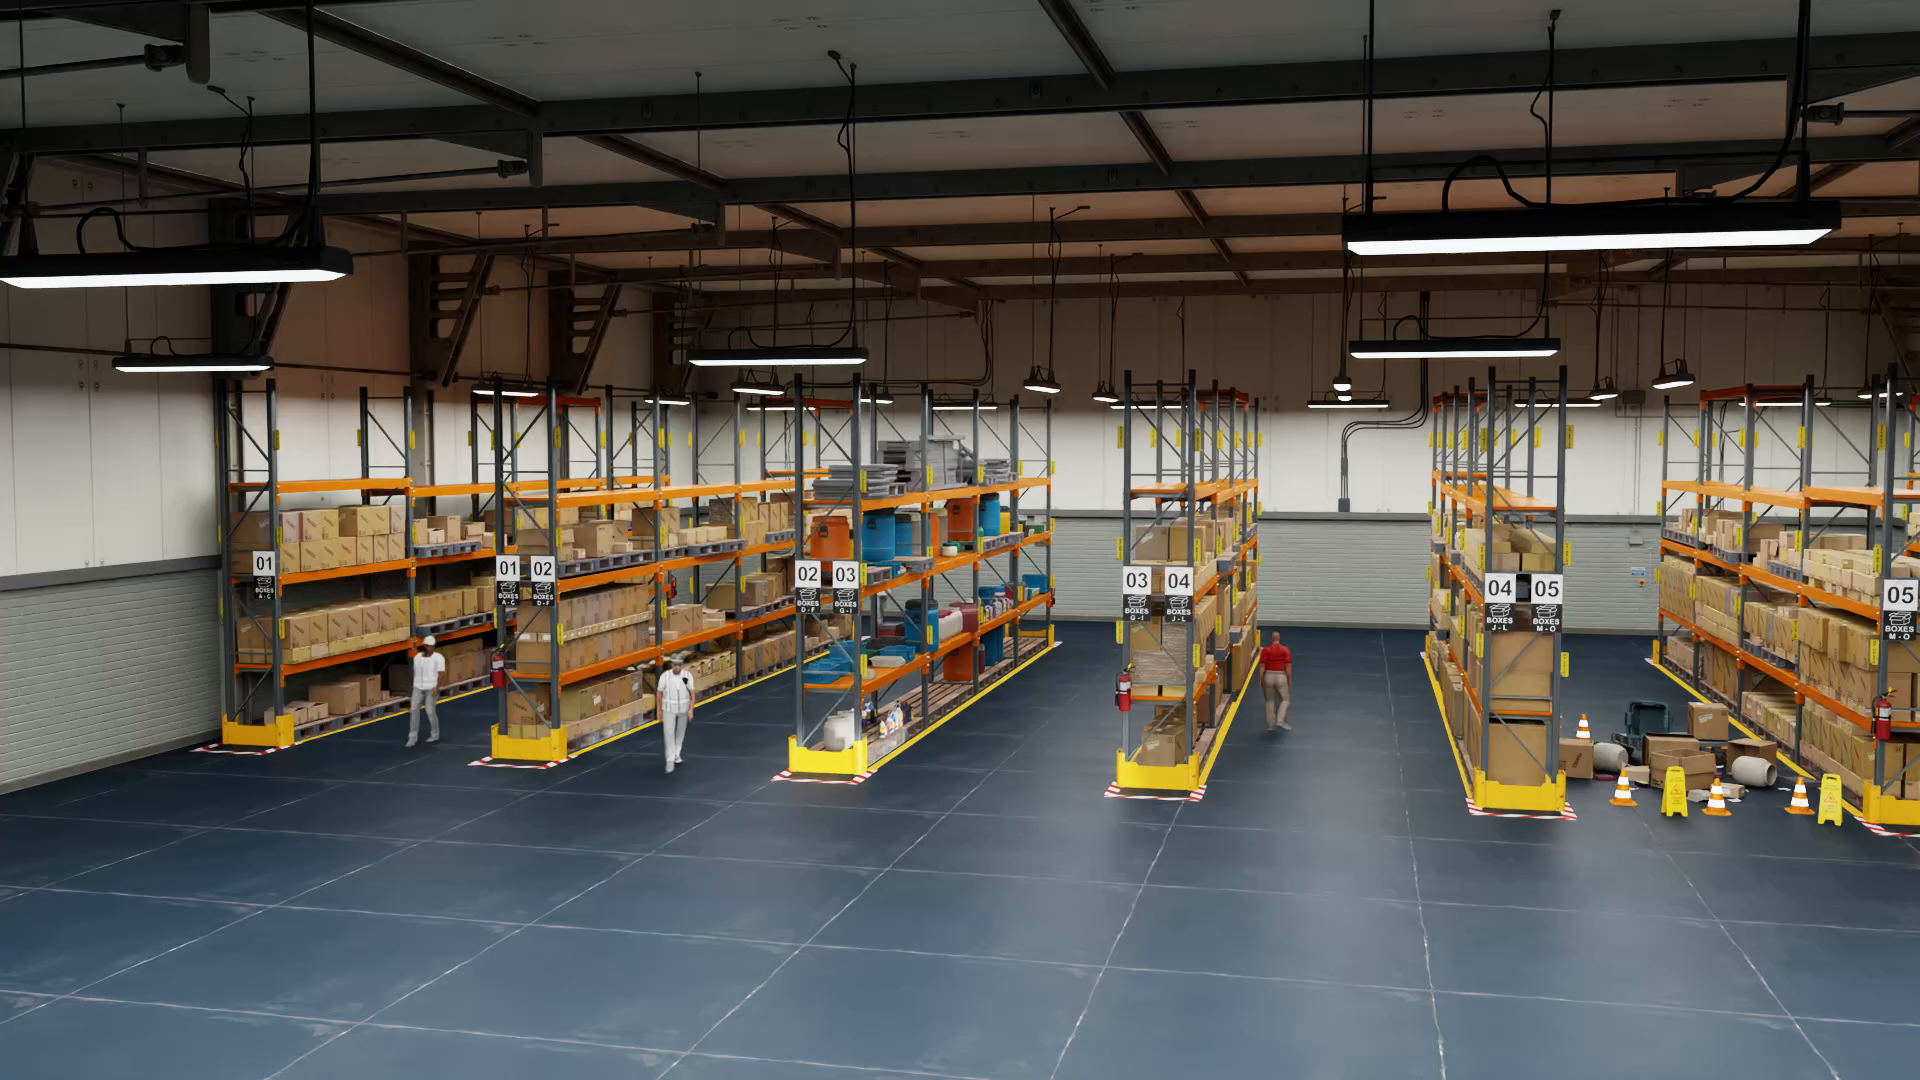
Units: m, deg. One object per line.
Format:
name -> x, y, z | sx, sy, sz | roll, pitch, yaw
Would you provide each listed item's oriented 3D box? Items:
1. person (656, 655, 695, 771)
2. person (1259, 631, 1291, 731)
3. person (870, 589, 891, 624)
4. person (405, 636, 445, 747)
person -> -4.334, 2.599, 25.400 | 0.571, 1.708, 0.945 | -2, 4, -26
person -> 5.425, 2.430, 28.582 | 0.570, 1.722, 0.552 | 1, 4, 18
person -> -2.129, 1.451, 44.499 | 0.565, 1.707, 1.093 | -1, 4, -15
person -> -8.851, 2.491, 27.413 | 0.595, 1.789, 0.685 | 0, 3, 8
